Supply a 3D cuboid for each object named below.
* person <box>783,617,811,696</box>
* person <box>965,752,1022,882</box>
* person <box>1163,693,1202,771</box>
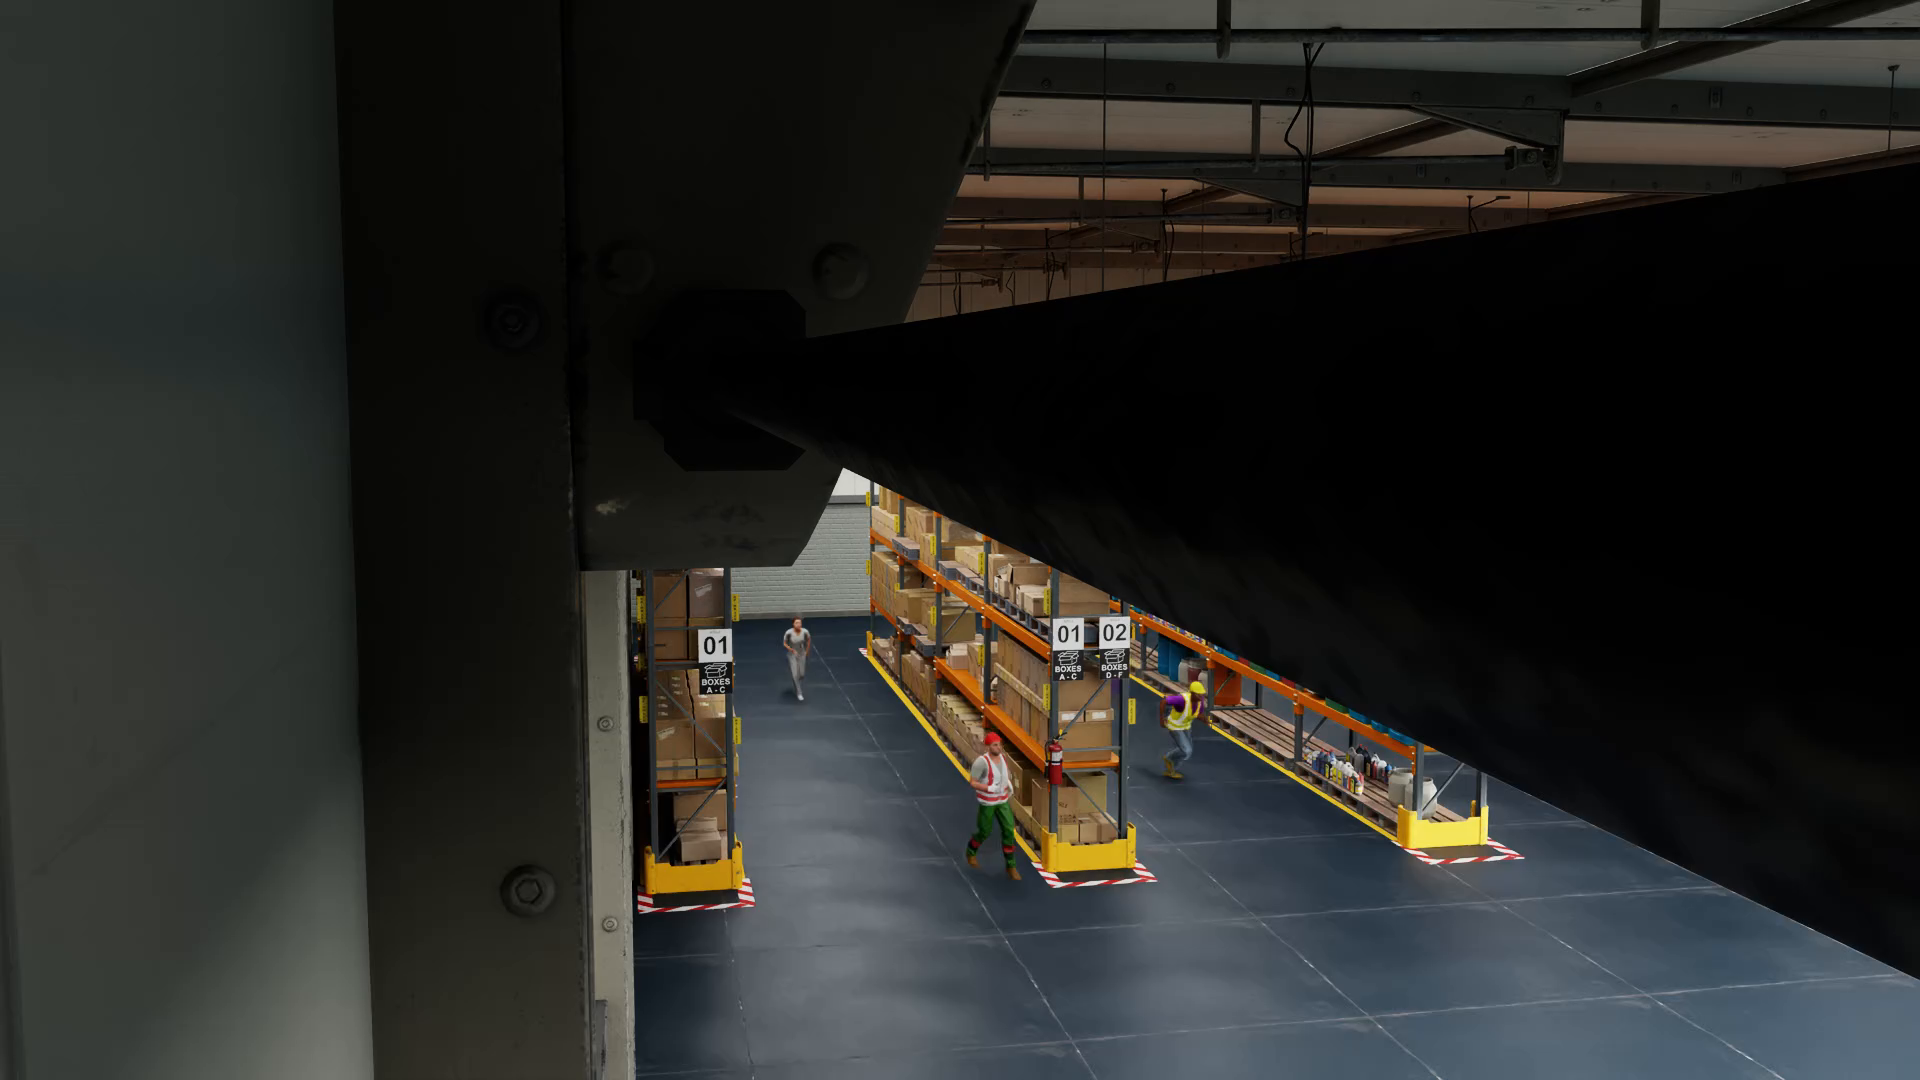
[{"bbox_3d":[-3.105,2.205,31.668,0.550,1.547,0.652,-1,6,-12],"label":"person"},{"bbox_3d":[0.379,3.415,20.658,0.637,1.579,0.870,-4,7,-36],"label":"person"},{"bbox_3d":[3.365,2.951,25.454,0.445,1.323,0.632,-5,8,-37],"label":"person"}]
